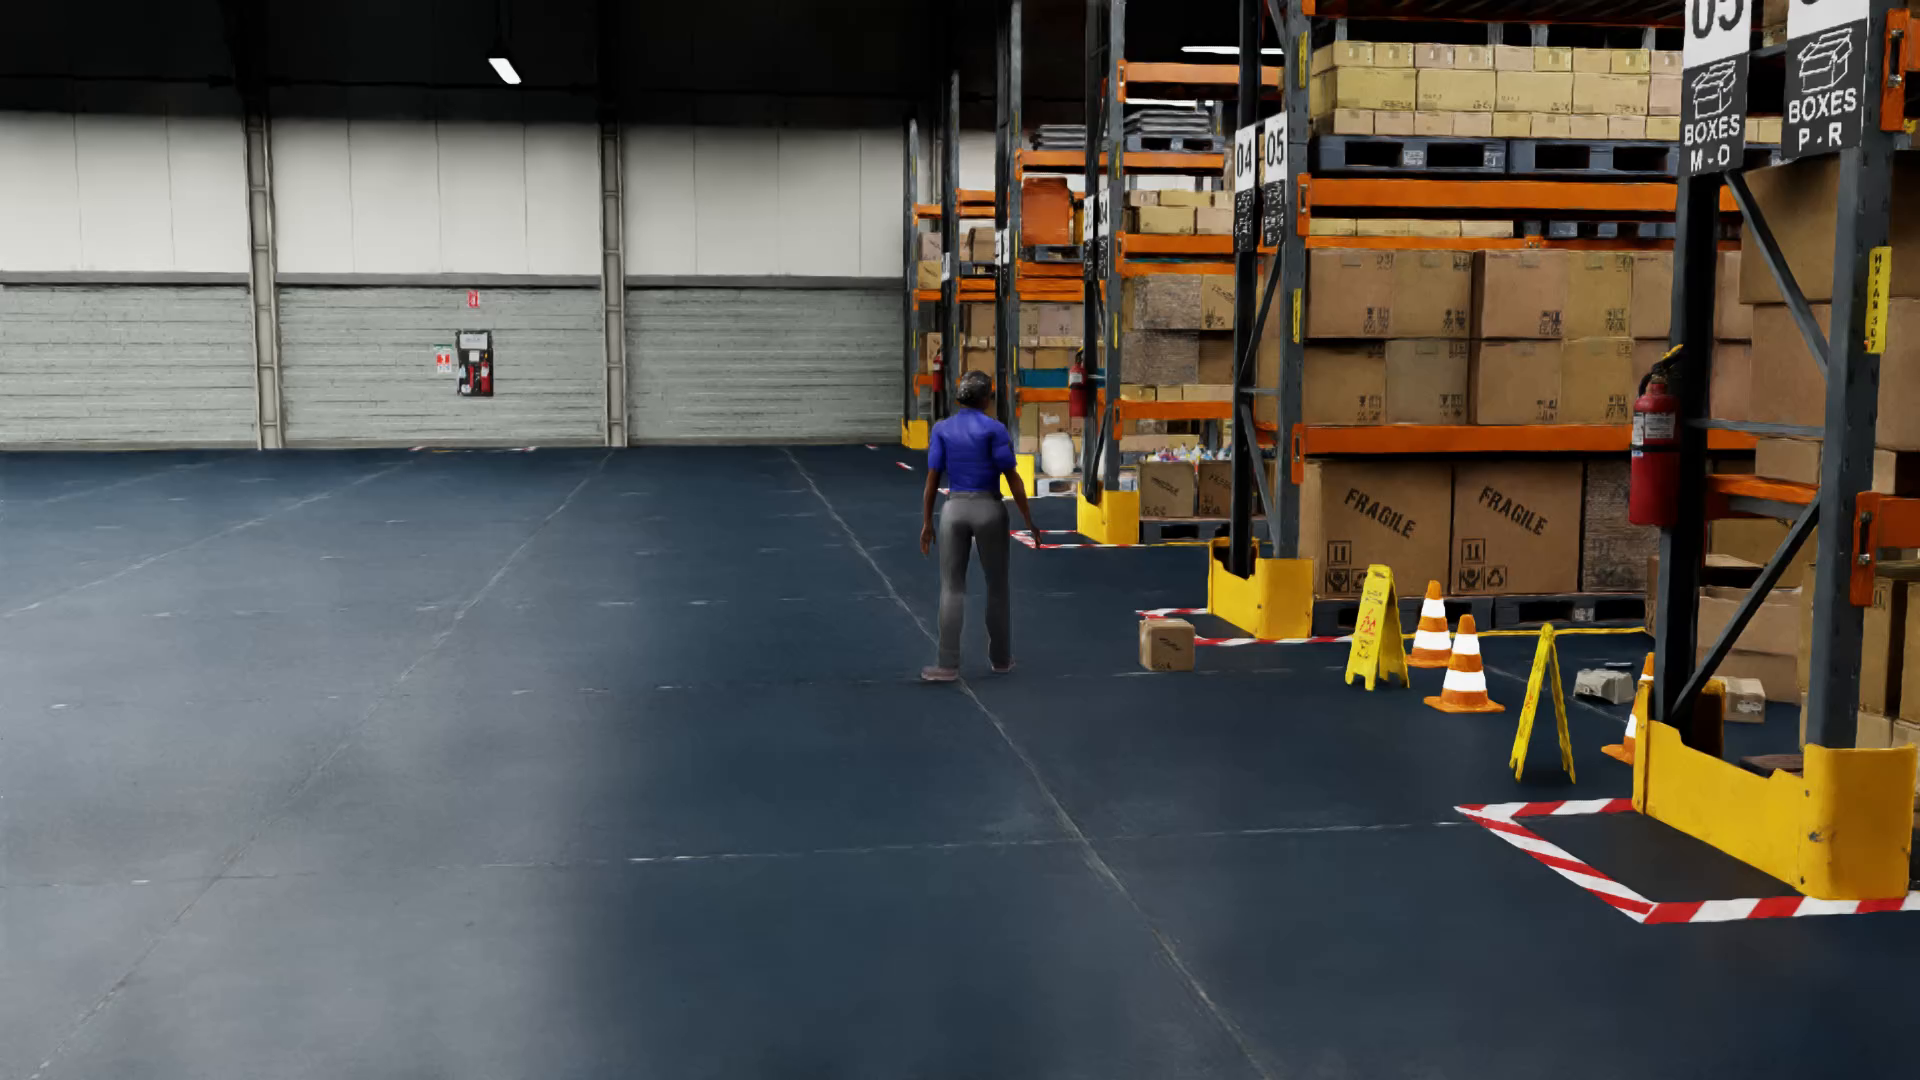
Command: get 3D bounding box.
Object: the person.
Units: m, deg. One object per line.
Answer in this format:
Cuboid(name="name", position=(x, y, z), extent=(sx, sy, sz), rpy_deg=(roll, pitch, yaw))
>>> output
Cuboid(name="person", position=(0.065, 0.011, 8.942), extent=(0.519, 1.450, 0.595), rpy_deg=(1, 7, 10))
